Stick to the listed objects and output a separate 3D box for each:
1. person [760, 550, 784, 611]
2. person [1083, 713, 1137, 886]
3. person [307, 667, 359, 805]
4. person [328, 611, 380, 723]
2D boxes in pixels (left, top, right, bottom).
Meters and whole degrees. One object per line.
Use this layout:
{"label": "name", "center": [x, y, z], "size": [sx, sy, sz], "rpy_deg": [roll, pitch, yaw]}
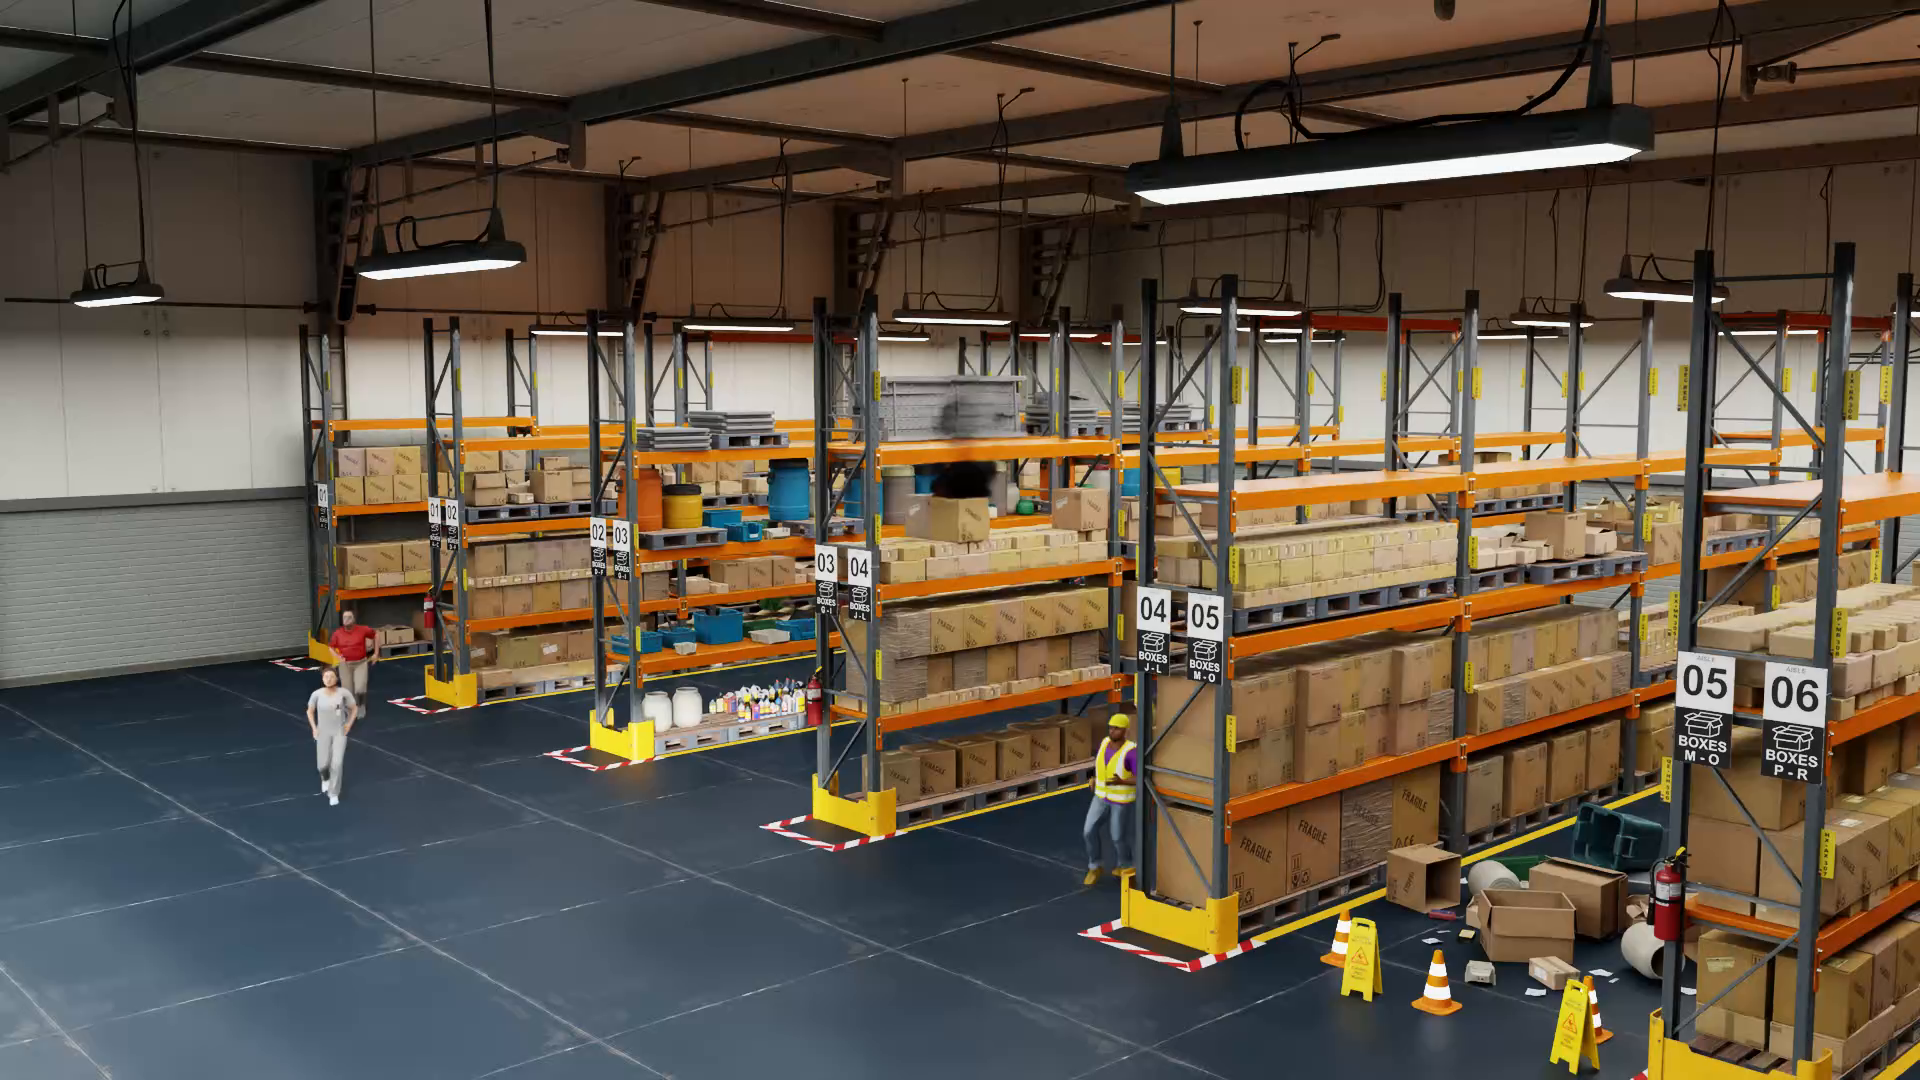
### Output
{"label": "person", "center": [-3.724, 0.936, 33.290], "size": [0.661, 1.746, 0.767], "rpy_deg": [5, 7, 38]}
{"label": "person", "center": [1.550, 2.611, 16.733], "size": [0.699, 1.770, 0.728], "rpy_deg": [5, 7, 38]}
{"label": "person", "center": [-7.553, 2.335, 20.059], "size": [0.582, 1.642, 0.565], "rpy_deg": [-2, 6, -18]}
{"label": "person", "center": [-8.865, 1.869, 24.325], "size": [0.690, 1.681, 0.767], "rpy_deg": [-1, 6, -12]}
